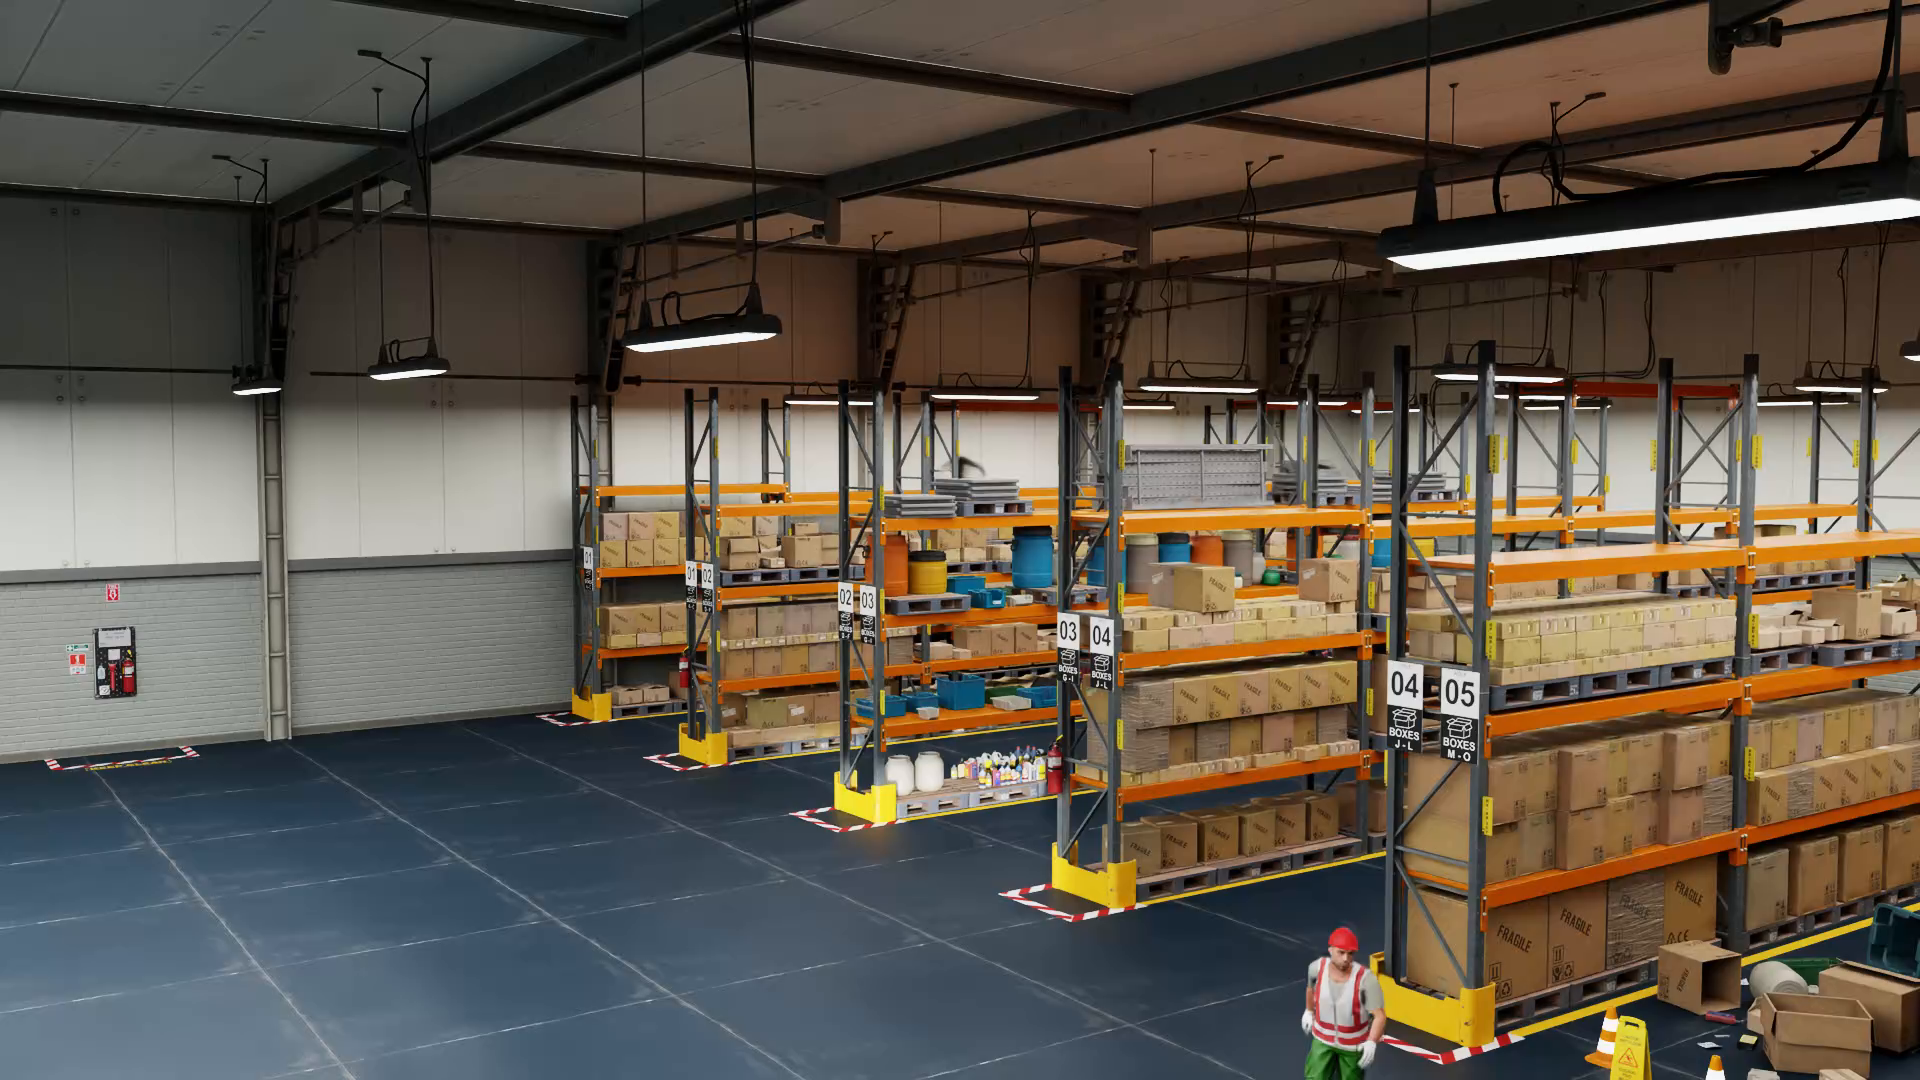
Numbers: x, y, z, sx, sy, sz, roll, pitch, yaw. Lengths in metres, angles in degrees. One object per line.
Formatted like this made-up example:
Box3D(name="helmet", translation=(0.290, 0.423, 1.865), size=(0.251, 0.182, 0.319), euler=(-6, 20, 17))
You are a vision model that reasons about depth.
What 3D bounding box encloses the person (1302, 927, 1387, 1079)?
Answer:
Box3D(name="person", translation=(2.684, 3.572, 11.762), size=(0.657, 1.726, 0.788), euler=(1, 4, 22))
